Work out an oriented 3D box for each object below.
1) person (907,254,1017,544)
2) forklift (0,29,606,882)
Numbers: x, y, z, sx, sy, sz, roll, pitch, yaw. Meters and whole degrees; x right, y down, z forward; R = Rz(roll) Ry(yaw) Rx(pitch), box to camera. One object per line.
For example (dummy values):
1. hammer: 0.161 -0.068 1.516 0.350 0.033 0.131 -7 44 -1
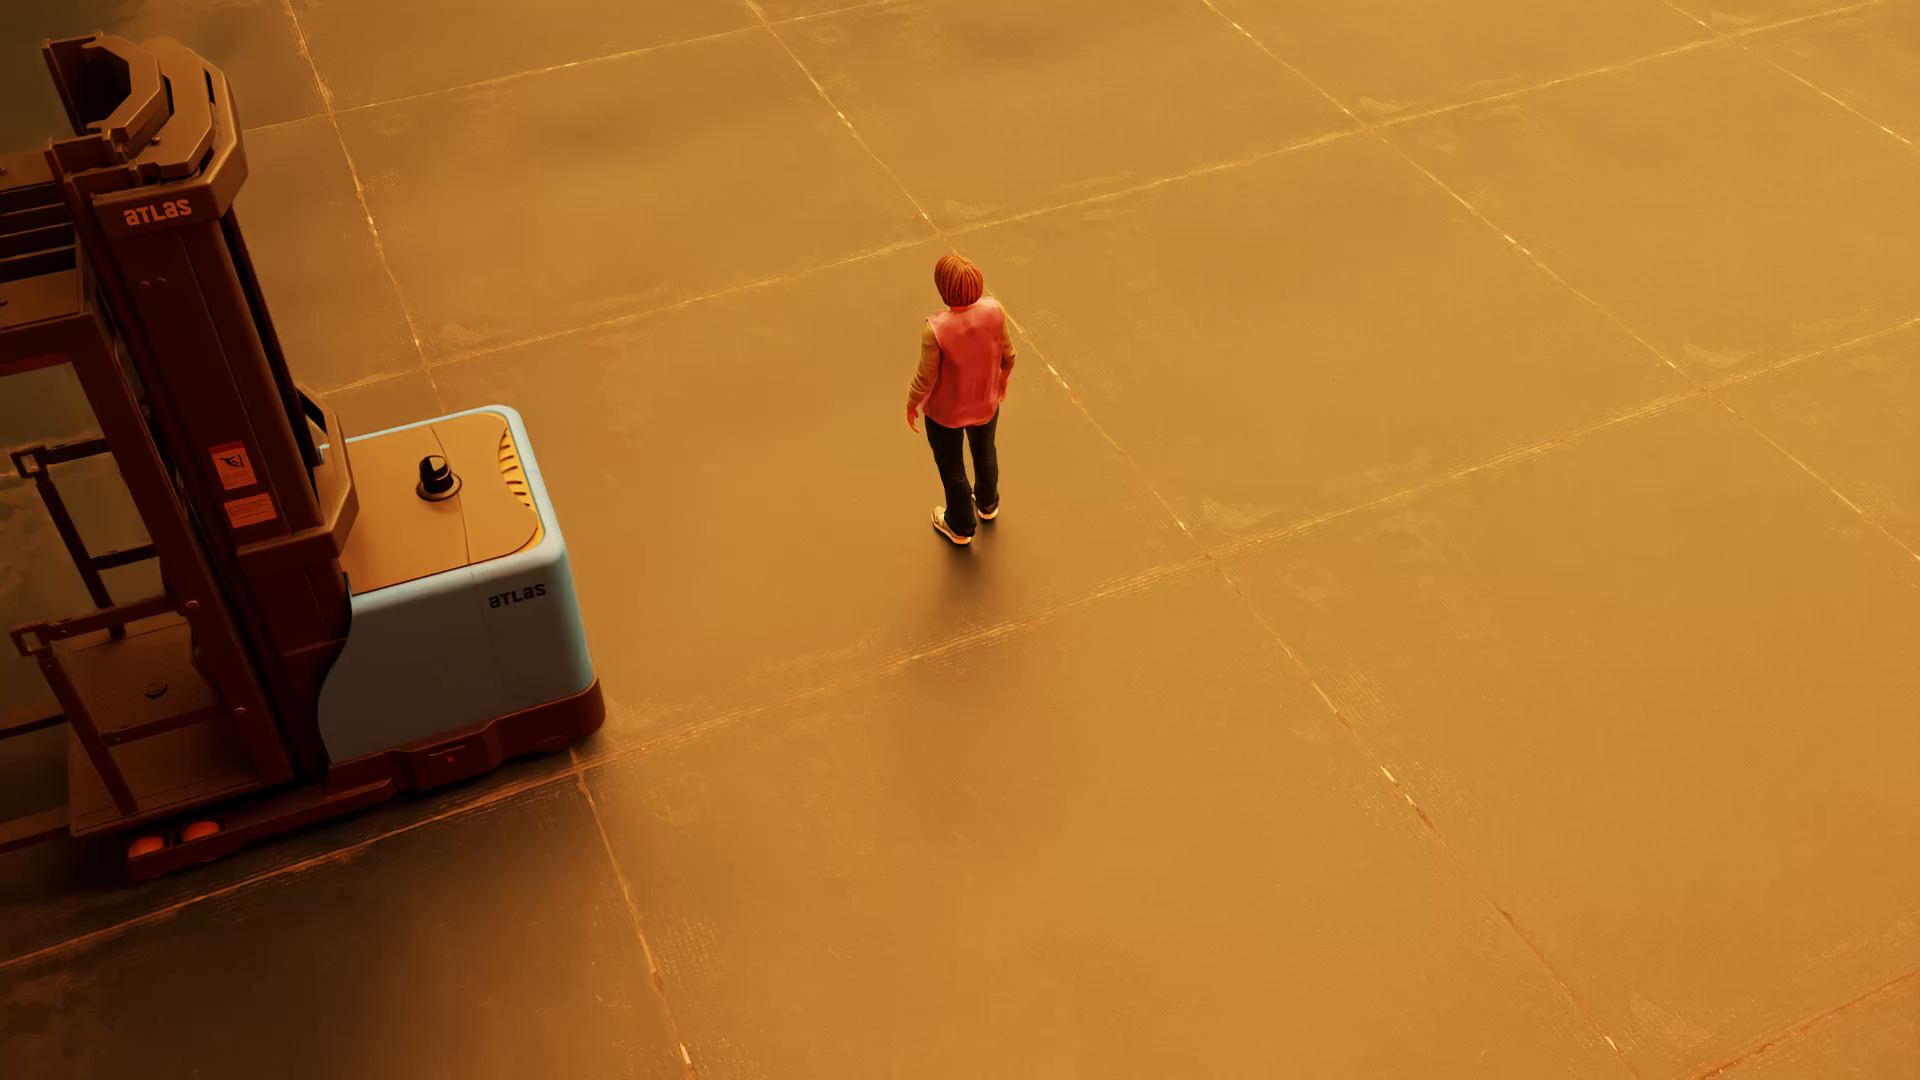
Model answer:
1. person: -0.018 -0.639 7.332 0.520 1.596 0.475 -18 46 -18
2. forklift: -3.046 -0.178 5.871 3.031 2.935 1.130 -16 45 -16
